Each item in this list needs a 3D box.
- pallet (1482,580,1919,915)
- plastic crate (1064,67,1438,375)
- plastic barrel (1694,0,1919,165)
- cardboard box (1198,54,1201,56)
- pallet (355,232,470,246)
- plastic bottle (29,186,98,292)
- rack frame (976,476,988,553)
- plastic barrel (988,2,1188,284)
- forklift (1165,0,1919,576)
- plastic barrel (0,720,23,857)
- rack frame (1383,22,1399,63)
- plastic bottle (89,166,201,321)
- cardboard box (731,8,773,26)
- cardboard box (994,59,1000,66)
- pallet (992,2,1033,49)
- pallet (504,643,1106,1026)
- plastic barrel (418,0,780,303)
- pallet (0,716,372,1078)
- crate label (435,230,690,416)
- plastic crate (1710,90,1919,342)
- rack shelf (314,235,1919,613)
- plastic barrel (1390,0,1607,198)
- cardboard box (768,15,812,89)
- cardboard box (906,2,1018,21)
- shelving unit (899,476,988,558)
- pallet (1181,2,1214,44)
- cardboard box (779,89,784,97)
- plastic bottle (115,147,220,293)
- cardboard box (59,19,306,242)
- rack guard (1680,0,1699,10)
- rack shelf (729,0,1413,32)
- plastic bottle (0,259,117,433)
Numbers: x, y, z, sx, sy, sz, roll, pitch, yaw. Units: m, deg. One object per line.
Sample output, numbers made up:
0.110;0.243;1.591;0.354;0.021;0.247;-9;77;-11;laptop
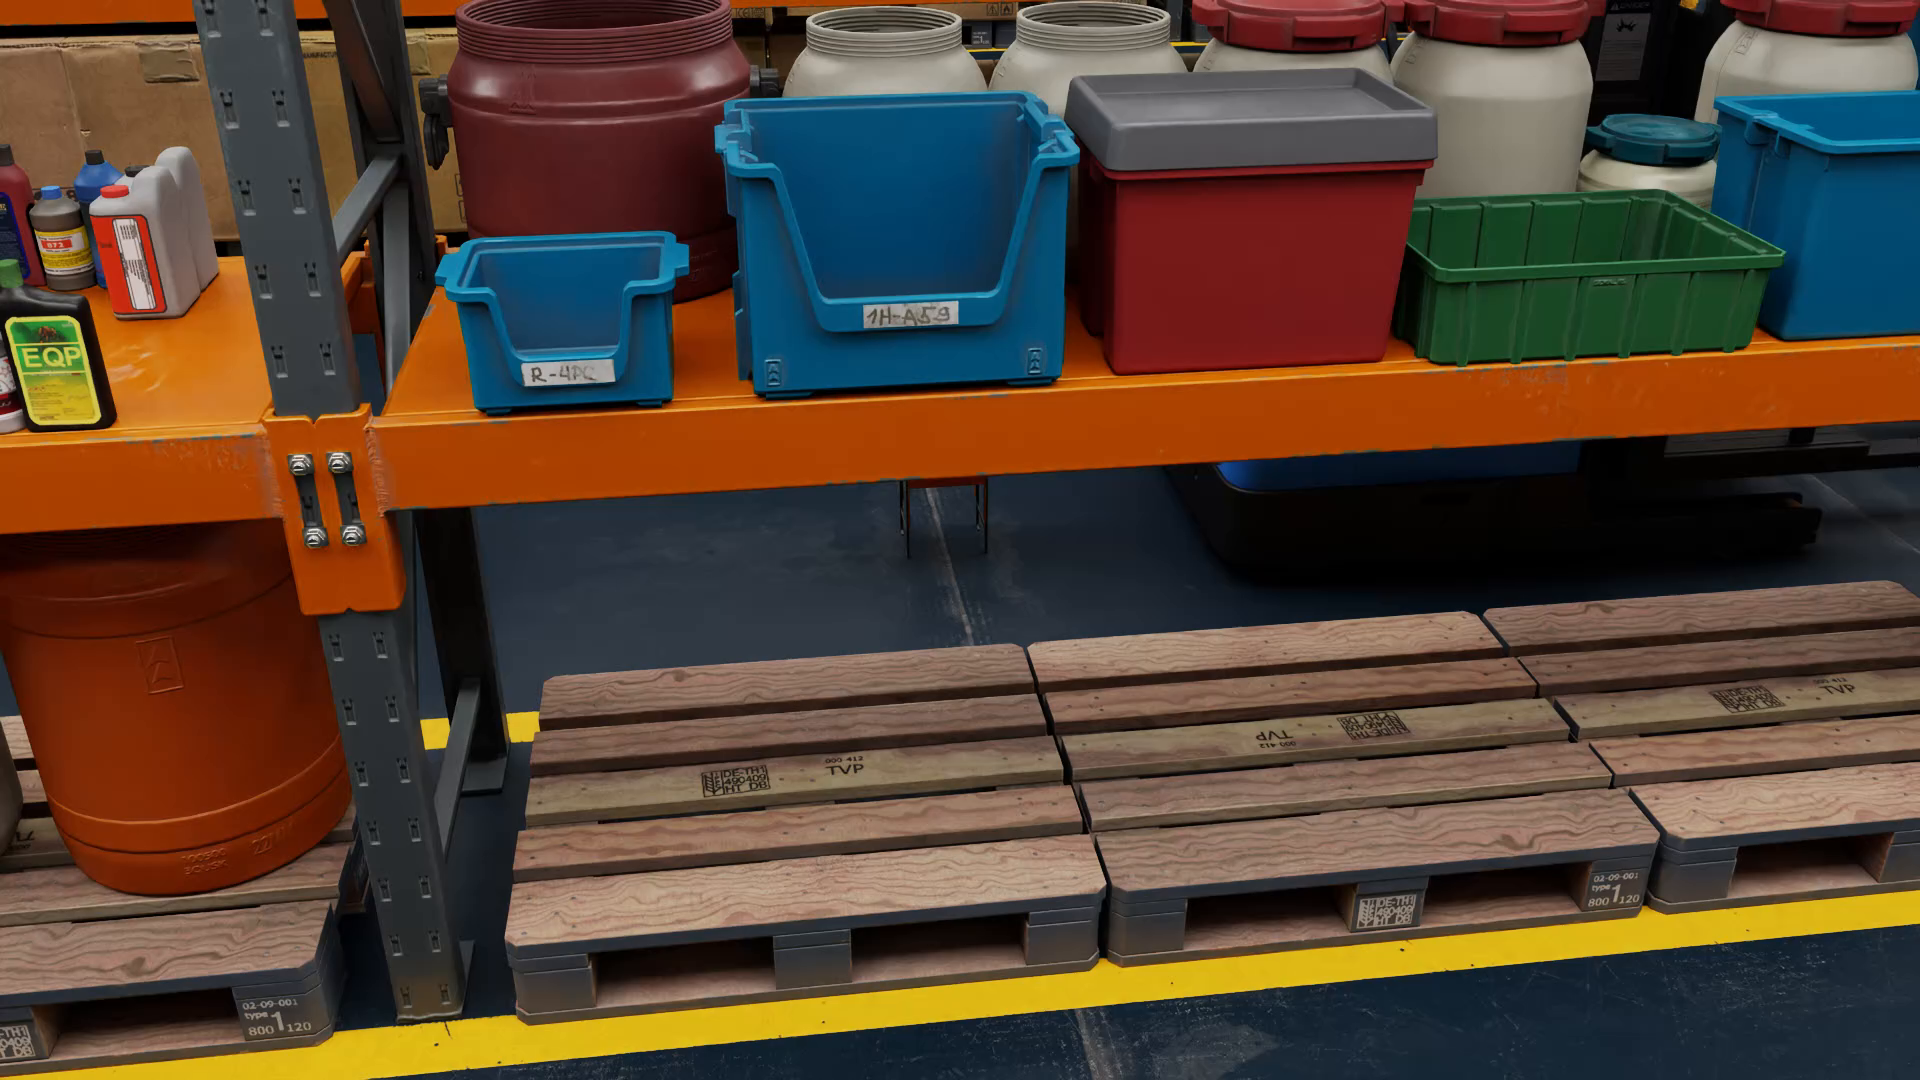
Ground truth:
2.050;0.465;4.112;1.213;0.211;1.003;-4;27;-7;pallet
0.504;-0.581;3.027;0.583;0.464;0.402;-4;27;-7;plastic crate
1.844;-0.942;3.651;0.433;0.535;0.433;0;27;0;plastic barrel
1.521;-2.136;8.384;0.500;0.500;0.700;-6;28;-11;cardboard box
-2.620;-1.571;8.080;1.213;0.211;1.003;-4;27;-7;pallet
-1.827;-0.618;3.385;0.097;0.201;0.097;0;27;0;plastic bottle
0.068;-0.471;5.019;0.008;1.050;0.200;-4;27;-7;rack frame
0.267;-0.827;3.454;0.421;0.512;0.421;0;27;0;plastic barrel
2.217;-1.488;4.940;3.031;2.935;1.130;-4;27;-7;forklift
-2.167;0.447;3.359;0.421;0.512;0.421;0;27;0;plastic barrel
2.132;-3.082;7.971;0.127;3.000;1.000;-4;27;-7;rack frame
-1.591;-0.583;3.237;0.135;0.276;0.152;-4;27;-7;plastic bottle
-1.804;-4.260;12.271;0.750;0.750;1.050;-4;27;-8;cardboard box
0.492;-2.079;8.272;0.500;0.500;0.700;-6;28;-12;cardboard box
0.788;-4.007;12.828;1.213;0.211;1.003;-4;27;-7;pallet
-0.366;0.620;3.810;1.213;0.211;1.003;-4;27;-7;pallet
-0.721;-0.815;3.405;0.708;0.536;0.600;-4;27;-7;plastic barrel
-1.914;0.721;3.613;1.213;0.211;1.003;-4;27;-7;pallet
-0.669;-0.371;2.871;0.416;0.233;0.303;-4;27;-7;crate label
1.773;-0.625;3.200;0.575;0.384;0.392;-4;27;-7;plastic crate
0.842;-0.396;3.523;4.000;0.370;1.077;-4;27;-7;rack shelf
1.118;-0.895;3.560;0.433;0.535;0.433;0;27;0;plastic barrel
-0.646;-2.339;7.958;0.500;0.250;0.500;-1;27;-1;cardboard box
-0.017;-4.377;12.498;0.750;0.750;1.050;-4;27;-7;cardboard box
-0.053;-0.464;5.004;0.252;1.050;0.215;-4;27;-7;shelving unit
2.305;-4.103;13.015;1.213;0.211;1.003;-4;27;-7;pallet
-0.620;-2.004;8.126;0.500;0.500;0.700;-6;28;-11;cardboard box
-1.612;-0.652;3.371;0.135;0.276;0.152;-4;27;-7;plastic bottle
-3.399;-1.981;7.693;0.875;0.875;1.225;-4;27;-7;cardboard box
5.526;-4.474;13.423;0.348;0.500;1.175;-4;27;-7;rack guard
0.152;-2.635;7.887;4.000;0.370;1.077;-4;27;-7;rack shelf
-1.480;-0.318;2.712;0.133;0.283;0.061;-4;27;-7;plastic bottle
